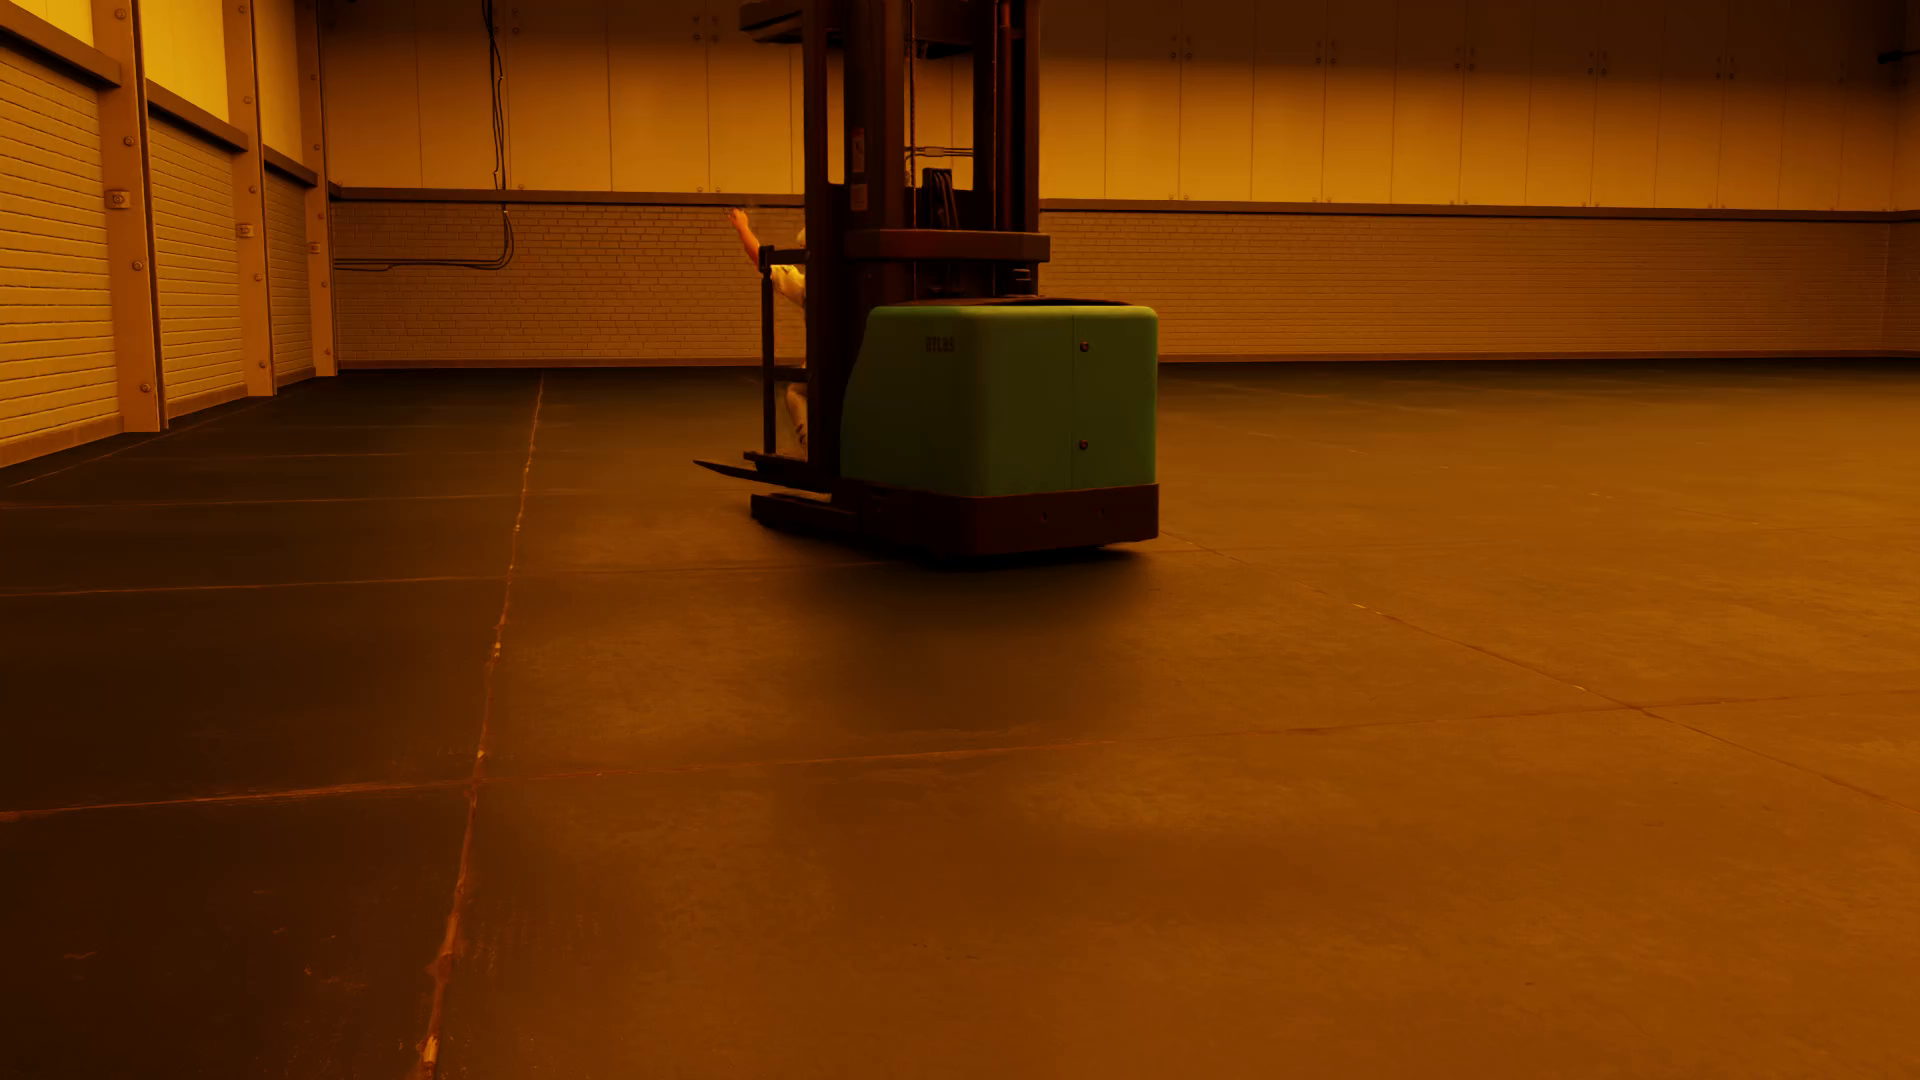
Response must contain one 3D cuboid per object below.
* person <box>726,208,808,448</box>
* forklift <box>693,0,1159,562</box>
[{"bbox_3d":[-0.816,-1.143,9.526,1.025,1.654,0.839,1,8,4],"label":"person"},{"bbox_3d":[-0.371,-1.525,8.026,1.130,2.935,3.031,-5,10,-33],"label":"forklift"}]
